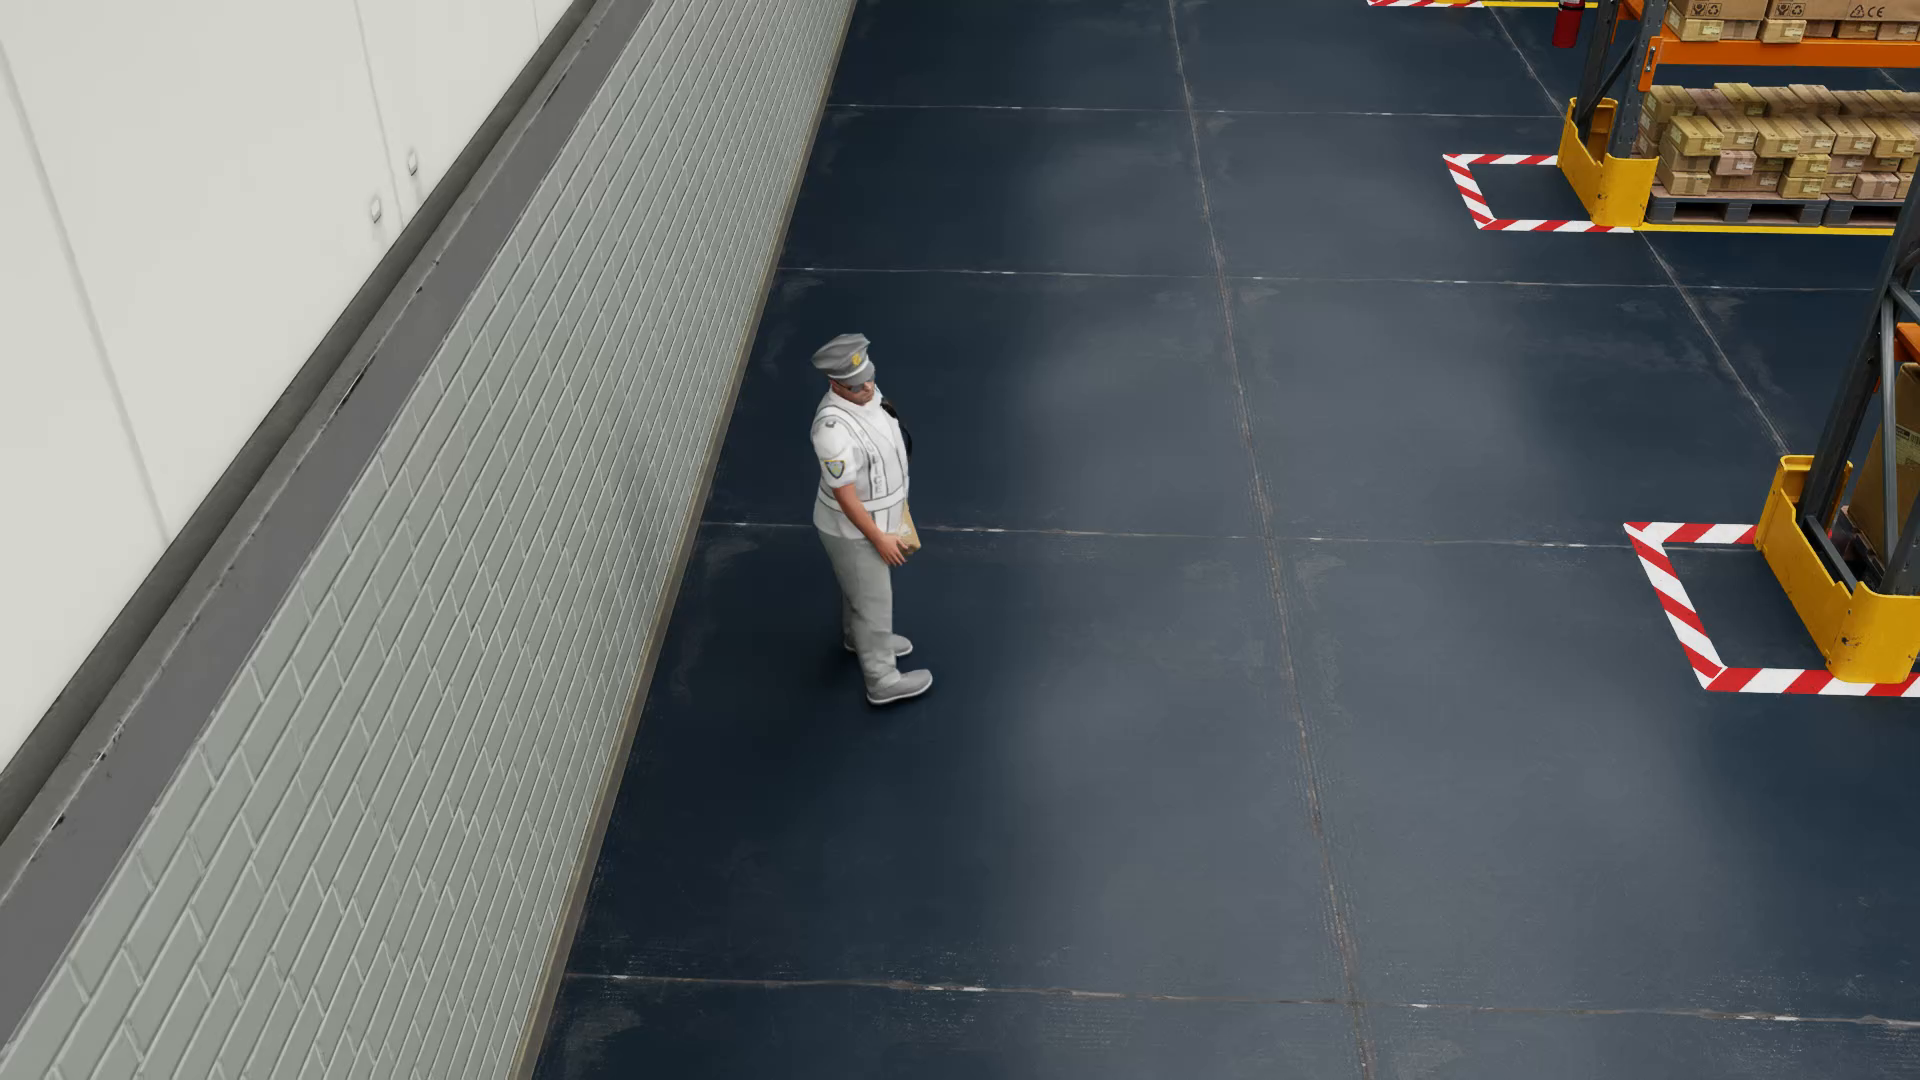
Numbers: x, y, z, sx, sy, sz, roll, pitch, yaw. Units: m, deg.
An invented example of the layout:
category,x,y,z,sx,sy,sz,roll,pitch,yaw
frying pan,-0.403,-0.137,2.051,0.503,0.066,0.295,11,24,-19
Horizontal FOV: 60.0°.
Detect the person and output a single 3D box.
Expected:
category,x,y,z,sx,sy,sz,roll,pitch,yaw
person,-0.363,-0.096,7.217,0.506,1.766,0.538,7,36,10
